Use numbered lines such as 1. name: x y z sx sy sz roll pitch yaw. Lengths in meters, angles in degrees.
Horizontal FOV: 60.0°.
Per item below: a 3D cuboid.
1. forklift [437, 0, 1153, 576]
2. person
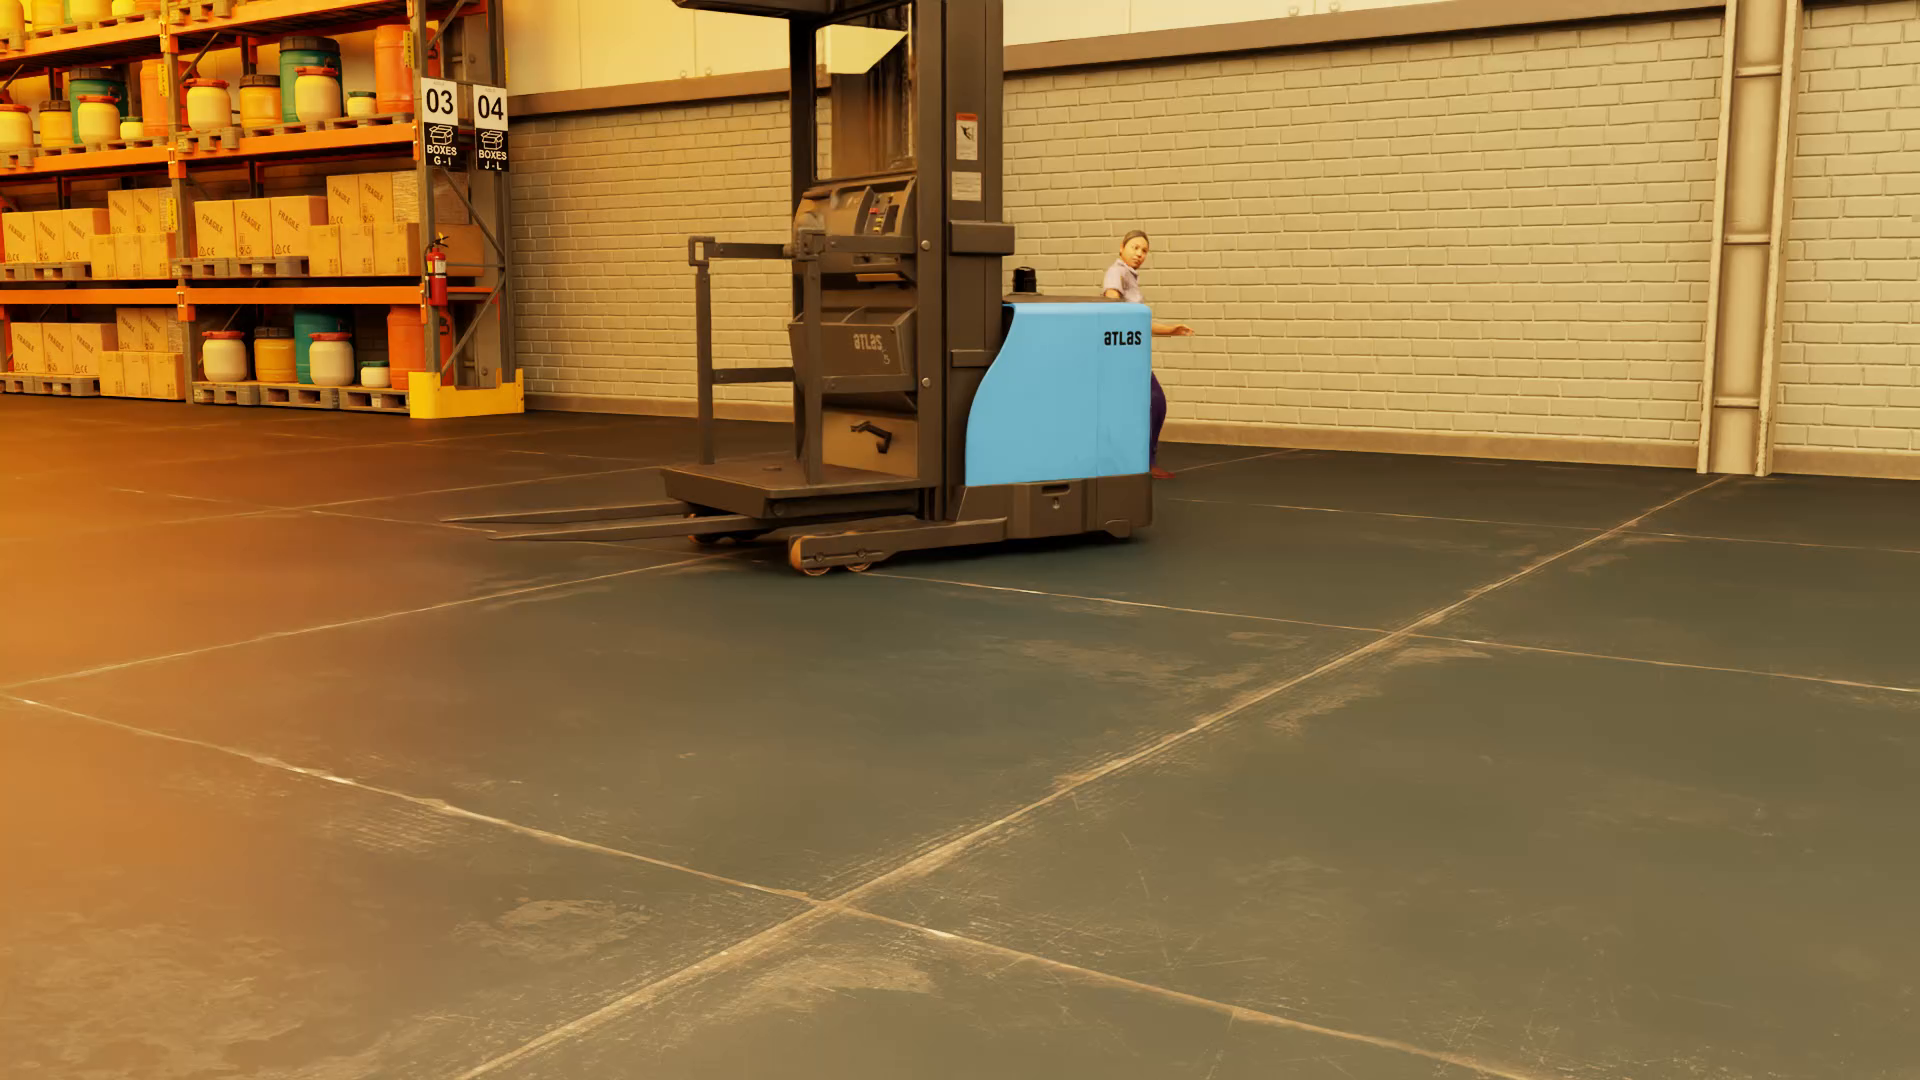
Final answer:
1. forklift: -0.632 -1.392 6.979 3.031 2.935 1.130 -5 10 -33
2. person: 1.082 -1.099 10.049 0.800 1.530 0.776 -2 8 -16
